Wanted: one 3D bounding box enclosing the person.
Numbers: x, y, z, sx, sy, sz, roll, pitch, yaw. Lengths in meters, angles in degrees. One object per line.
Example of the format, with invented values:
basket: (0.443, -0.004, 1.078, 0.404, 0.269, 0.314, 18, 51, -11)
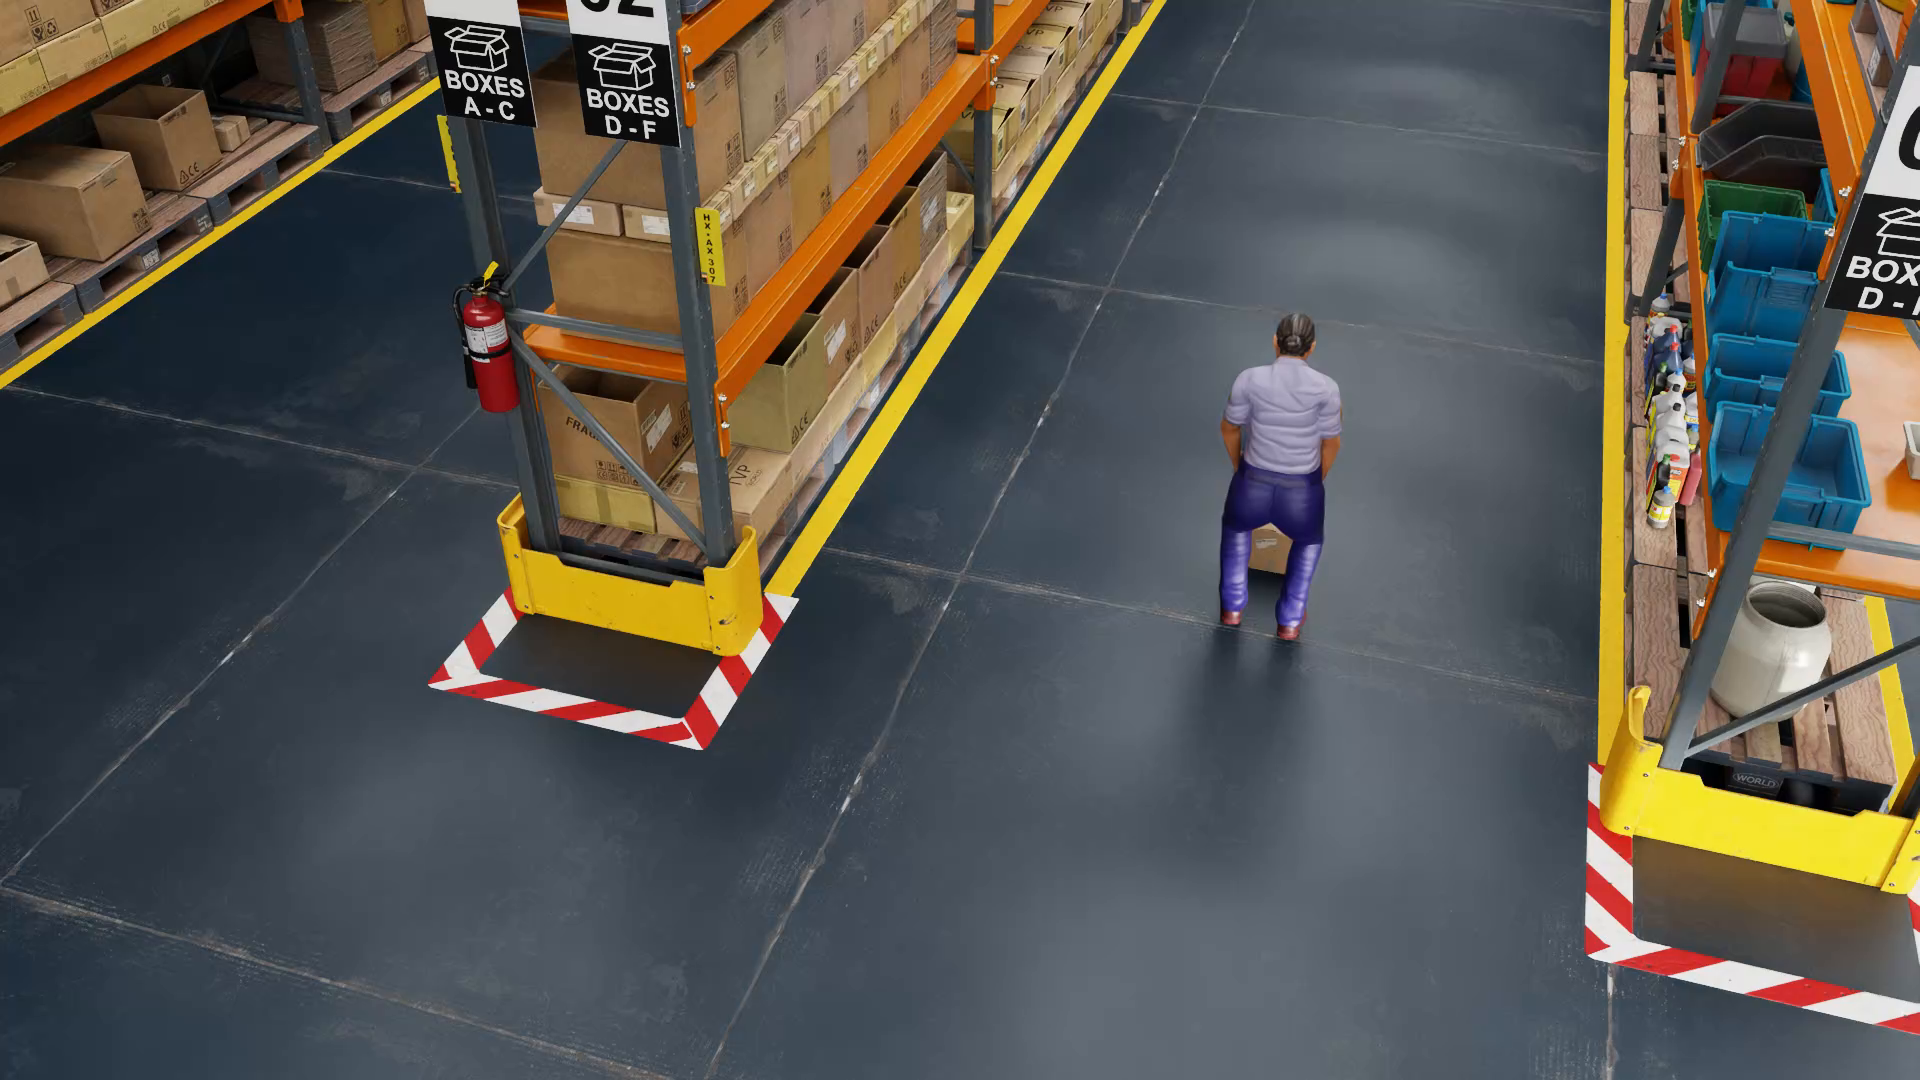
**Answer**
person: (1.380, -0.247, 7.352, 0.522, 1.510, 0.529, 11, 39, 14)
